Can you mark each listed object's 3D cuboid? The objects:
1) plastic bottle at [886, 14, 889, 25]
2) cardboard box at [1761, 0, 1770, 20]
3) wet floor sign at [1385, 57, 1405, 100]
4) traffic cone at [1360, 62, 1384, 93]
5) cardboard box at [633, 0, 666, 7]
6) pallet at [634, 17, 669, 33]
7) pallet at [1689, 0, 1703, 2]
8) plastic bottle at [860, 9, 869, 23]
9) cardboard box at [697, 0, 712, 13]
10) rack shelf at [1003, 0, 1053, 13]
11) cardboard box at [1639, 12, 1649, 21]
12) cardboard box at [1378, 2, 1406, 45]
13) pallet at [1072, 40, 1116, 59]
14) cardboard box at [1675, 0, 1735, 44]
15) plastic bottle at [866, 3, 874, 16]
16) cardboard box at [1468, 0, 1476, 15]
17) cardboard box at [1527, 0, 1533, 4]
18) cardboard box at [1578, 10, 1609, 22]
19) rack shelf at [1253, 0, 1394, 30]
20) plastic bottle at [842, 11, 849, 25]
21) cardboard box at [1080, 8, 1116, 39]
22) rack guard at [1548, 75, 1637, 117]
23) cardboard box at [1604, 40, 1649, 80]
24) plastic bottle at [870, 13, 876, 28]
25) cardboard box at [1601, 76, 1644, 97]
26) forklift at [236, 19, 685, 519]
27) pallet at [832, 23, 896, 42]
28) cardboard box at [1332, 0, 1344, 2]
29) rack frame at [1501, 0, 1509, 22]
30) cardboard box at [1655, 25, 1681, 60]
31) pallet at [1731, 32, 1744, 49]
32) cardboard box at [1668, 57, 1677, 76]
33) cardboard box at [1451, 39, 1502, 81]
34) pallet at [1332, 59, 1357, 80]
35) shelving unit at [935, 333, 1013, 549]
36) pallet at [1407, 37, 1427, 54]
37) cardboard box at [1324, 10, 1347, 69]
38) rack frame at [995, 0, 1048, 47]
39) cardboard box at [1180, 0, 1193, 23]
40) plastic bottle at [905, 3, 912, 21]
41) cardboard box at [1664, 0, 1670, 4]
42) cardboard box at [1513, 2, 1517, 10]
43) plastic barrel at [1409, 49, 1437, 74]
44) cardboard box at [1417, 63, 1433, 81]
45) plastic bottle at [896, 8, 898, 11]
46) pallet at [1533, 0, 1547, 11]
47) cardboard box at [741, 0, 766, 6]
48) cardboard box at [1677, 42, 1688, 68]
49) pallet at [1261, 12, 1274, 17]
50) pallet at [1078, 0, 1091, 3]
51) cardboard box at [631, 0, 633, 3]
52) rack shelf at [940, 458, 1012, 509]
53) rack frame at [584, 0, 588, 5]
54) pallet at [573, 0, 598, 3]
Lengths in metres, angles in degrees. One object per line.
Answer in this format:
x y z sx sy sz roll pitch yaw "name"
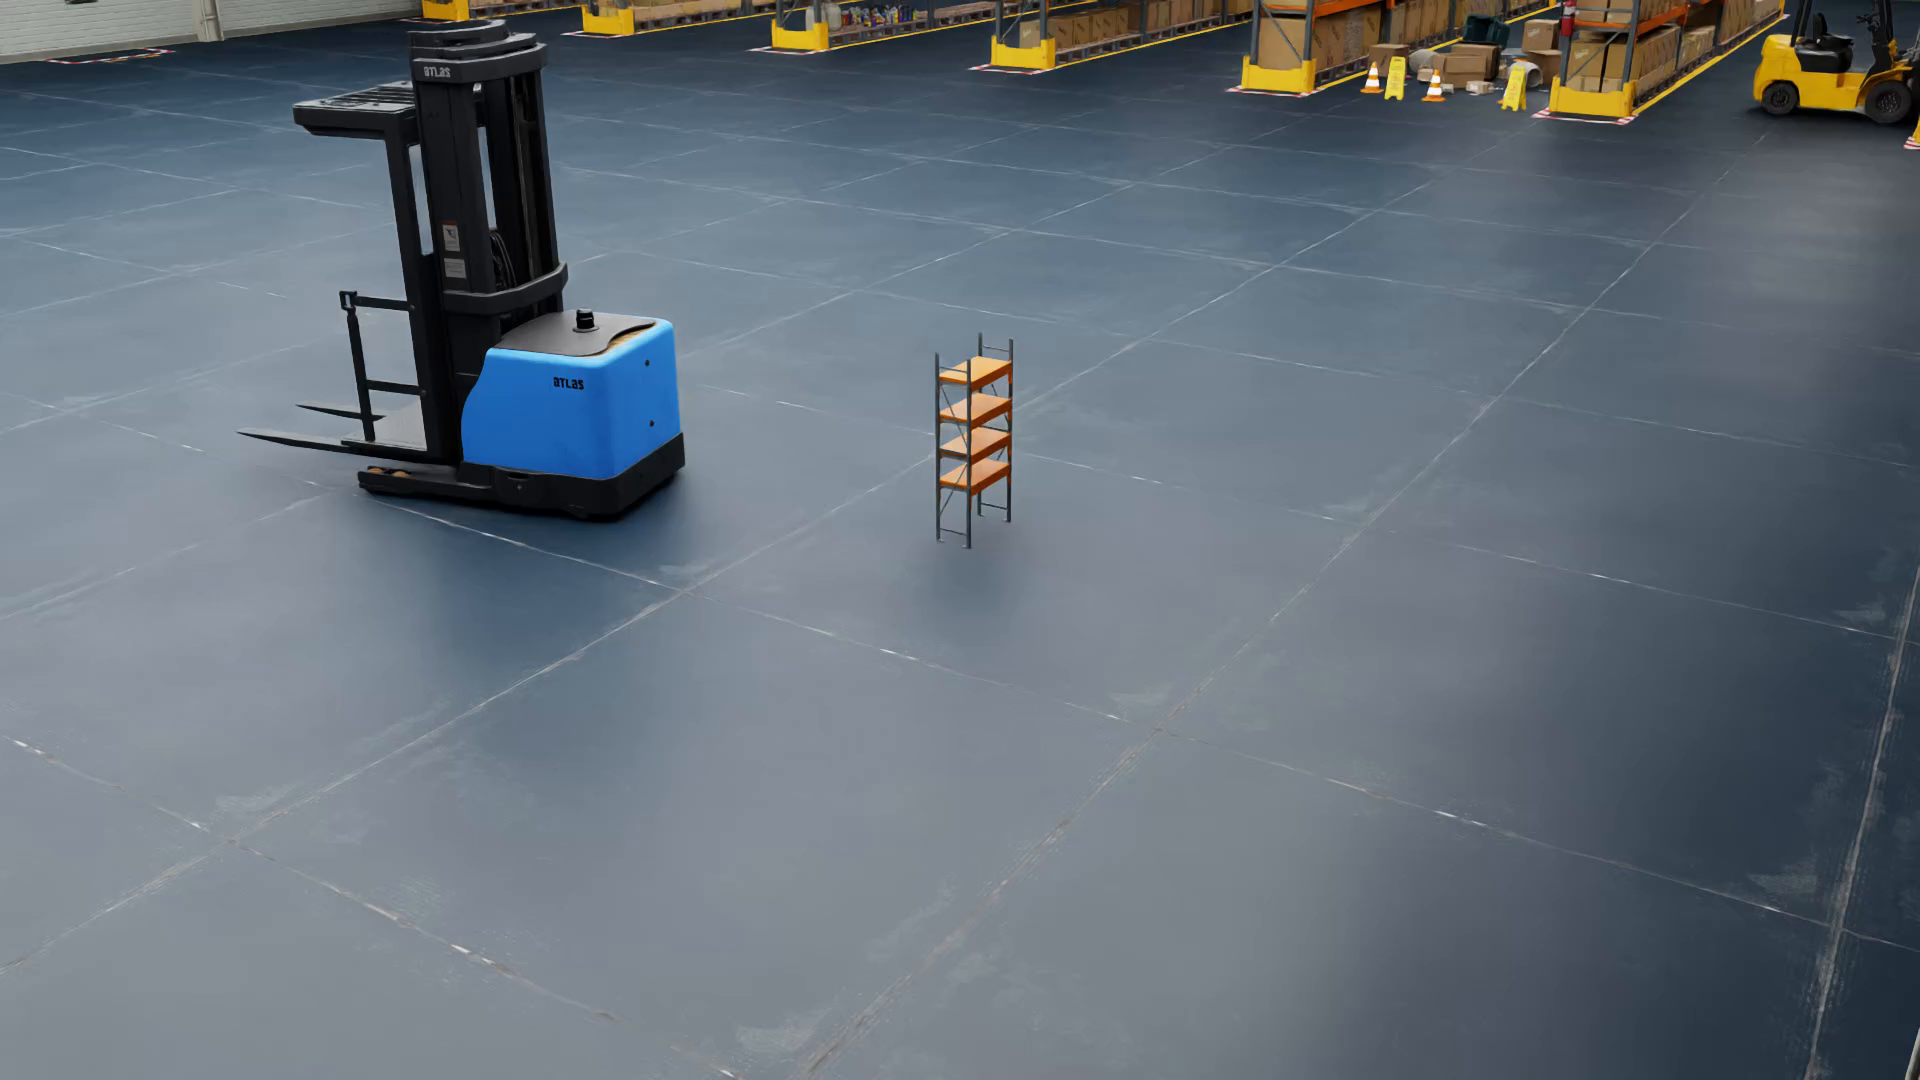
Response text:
-1.499 -10.666 34.082 0.097 0.201 0.097 0 23 0 "plastic bottle"
16.737 -11.394 35.490 0.875 0.438 0.875 13 27 27 "cardboard box"
6.921 -7.333 26.377 0.267 0.644 0.232 9 25 20 "wet floor sign"
6.741 -7.556 27.121 0.336 0.463 0.334 14 27 29 "traffic cone"
-6.586 -11.568 35.184 0.500 0.500 0.500 14 27 29 "cardboard box"
-6.952 -10.976 35.339 1.003 0.211 1.213 14 27 29 "pallet"
12.150 -9.325 28.255 1.003 0.211 1.213 14 27 29 "pallet"
-1.967 -10.837 34.381 0.152 0.276 0.135 14 27 29 "plastic bottle"
-5.792 -11.729 36.501 0.500 0.250 0.500 14 27 29 "cardboard box"
2.149 -10.257 31.073 1.077 0.370 4.000 14 27 29 "rack shelf"
10.198 -7.952 25.159 0.380 0.149 0.250 13 27 27 "cardboard box"
7.615 -9.577 30.900 1.050 0.750 0.750 14 27 29 "cardboard box"
2.237 -9.335 31.547 1.003 0.211 1.213 14 27 29 "pallet"
14.168 -9.969 31.647 0.875 0.875 0.875 14 27 28 "cardboard box"
-1.882 -11.037 34.750 0.144 0.351 0.185 13 26 27 "plastic bottle"
10.326 -10.940 34.362 0.500 0.500 0.500 14 27 30 "cardboard box"
12.970 -12.449 38.291 0.380 0.149 0.250 14 27 30 "cardboard box"
9.529 -7.891 25.018 0.380 0.149 0.250 15 28 31 "cardboard box"
6.309 -9.183 28.593 1.077 0.370 4.000 14 27 29 "rack shelf"
-2.361 -10.693 34.049 0.152 0.276 0.135 14 27 29 "plastic bottle"
2.663 -9.986 32.159 0.500 0.500 0.500 -18 29 -36 "cardboard box"
9.553 -6.714 25.129 1.175 0.500 0.348 14 27 29 "rack guard"
10.186 -7.333 25.401 0.500 0.500 0.500 13 27 27 "cardboard box"
-1.758 -10.524 33.651 0.061 0.283 0.133 14 27 30 "plastic bottle"
10.174 -6.980 25.531 0.500 0.250 0.500 14 27 29 "cardboard box"
-3.432 -1.815 10.754 3.031 2.935 1.130 8 25 17 "forklift"
-2.036 -10.389 33.982 1.003 0.211 1.213 14 27 29 "pallet"
6.085 -9.395 27.987 0.875 0.550 0.550 14 27 29 "cardboard box"
11.584 -12.888 36.246 1.000 3.000 0.127 14 27 29 "rack frame"
11.539 -8.204 27.414 0.500 0.500 0.500 13 27 28 "cardboard box"
14.857 -9.916 32.890 1.003 0.211 1.213 14 27 29 "pallet"
11.540 -7.860 27.563 0.500 0.250 0.500 15 28 31 "cardboard box"
8.775 -8.193 28.370 0.797 0.637 0.503 14 27 29 "cardboard box"
6.254 -8.255 29.053 1.003 0.211 1.213 14 27 29 "pallet"
0.087 -0.606 10.141 0.258 1.200 0.503 14 27 29 "shelving unit"
8.350 -9.598 32.156 1.003 0.211 1.213 14 27 29 "pallet"
6.018 -8.596 28.477 0.875 0.875 0.875 13 27 28 "cardboard box"
1.094 -9.912 29.370 1.000 3.000 0.127 14 27 29 "rack frame"
4.402 -11.054 34.601 0.700 0.500 0.500 16 28 33 "cardboard box"
-1.099 -11.008 34.684 0.144 0.351 0.185 13 27 28 "plastic bottle"
10.798 -8.640 25.933 0.500 0.500 0.500 13 27 28 "cardboard box"
12.190 -11.918 37.065 0.380 0.149 0.250 15 27 30 "cardboard box"
8.069 -8.302 28.894 0.421 0.421 0.512 -7 24 -17 "plastic barrel"
8.022 -7.968 28.321 0.396 0.266 0.258 20 30 38 "cardboard box"
-1.339 -10.932 34.601 0.152 0.276 0.135 14 27 29 "plastic bottle"
13.196 -12.666 39.243 1.003 0.211 1.213 14 27 29 "pallet"
-4.787 -12.354 37.945 0.500 0.250 0.500 13 27 28 "cardboard box"
11.898 -8.350 28.540 0.950 0.372 0.625 14 27 30 "cardboard box"
6.438 -11.993 37.687 1.003 0.211 1.213 14 27 29 "pallet"
2.774 -13.469 41.096 1.003 0.211 1.213 14 27 29 "pallet"
-6.775 -11.848 35.831 0.500 0.500 0.500 14 27 29 "cardboard box"
0.087 -0.363 10.246 0.258 0.148 0.480 14 27 29 "rack shelf"
-9.421 -14.376 39.682 1.000 3.000 0.127 14 27 29 "rack frame"
-9.011 -13.359 40.844 1.003 0.211 1.213 14 27 29 "pallet"
